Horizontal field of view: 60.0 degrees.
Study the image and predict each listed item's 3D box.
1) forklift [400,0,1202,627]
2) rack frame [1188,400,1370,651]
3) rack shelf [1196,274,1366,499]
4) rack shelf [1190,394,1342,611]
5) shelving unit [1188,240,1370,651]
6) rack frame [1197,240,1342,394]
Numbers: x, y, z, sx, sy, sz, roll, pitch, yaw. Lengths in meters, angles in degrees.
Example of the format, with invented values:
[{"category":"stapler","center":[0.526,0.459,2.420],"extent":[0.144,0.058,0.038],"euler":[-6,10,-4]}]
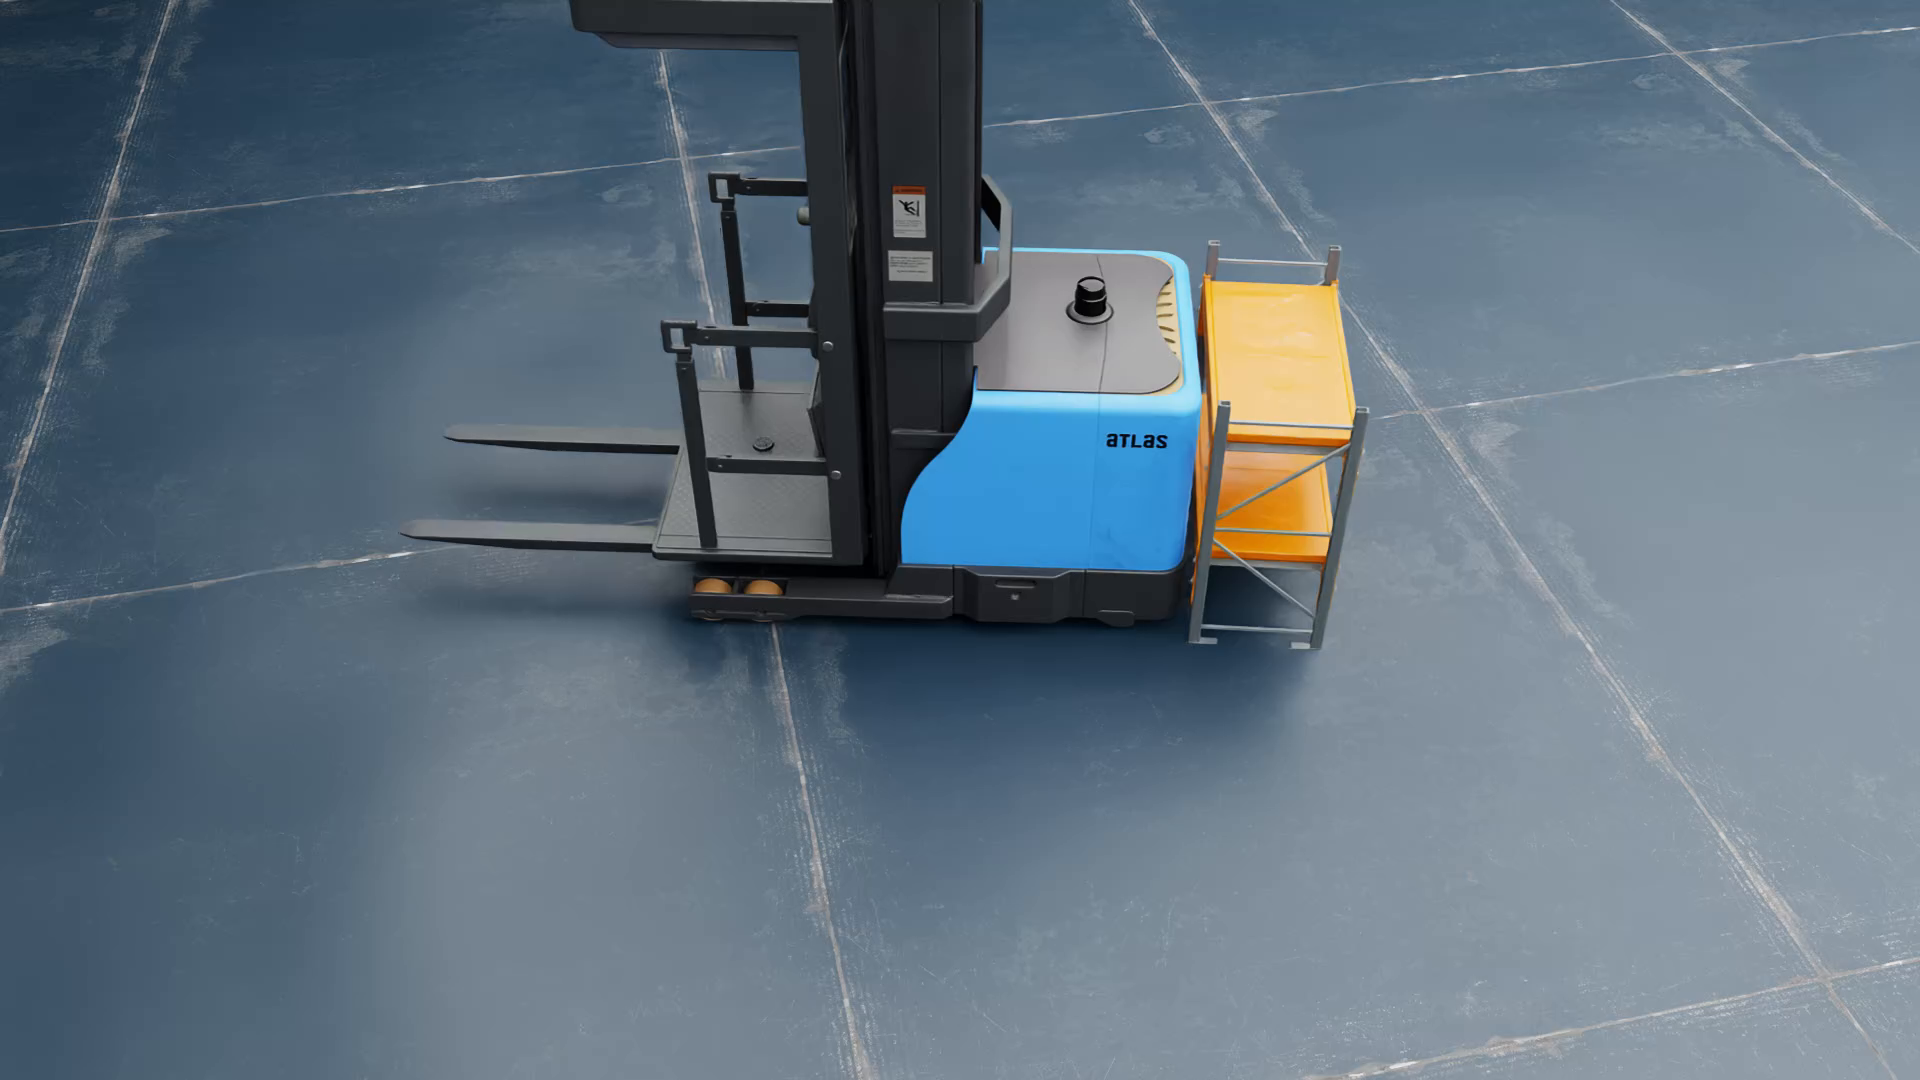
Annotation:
[{"category":"forklift","center":[-0.645,-1.129,5.814],"extent":[3.031,2.935,1.130],"euler":[2,42,2]},{"category":"rack frame","center":[1.115,-0.026,5.932],"extent":[0.500,1.125,0.032],"euler":[3,42,3]},{"category":"rack shelf","center":[1.156,-0.581,6.116],"extent":[0.538,0.278,1.000],"euler":[3,42,3]},{"category":"rack shelf","center":[1.156,-0.179,6.473],"extent":[0.538,0.278,1.000],"euler":[3,42,3]},{"category":"shelving unit","center":[1.156,-0.362,6.311],"extent":[0.538,1.125,1.048],"euler":[3,42,3]},{"category":"rack frame","center":[1.196,-0.699,6.690],"extent":[0.500,1.125,0.032],"euler":[3,42,3]}]
